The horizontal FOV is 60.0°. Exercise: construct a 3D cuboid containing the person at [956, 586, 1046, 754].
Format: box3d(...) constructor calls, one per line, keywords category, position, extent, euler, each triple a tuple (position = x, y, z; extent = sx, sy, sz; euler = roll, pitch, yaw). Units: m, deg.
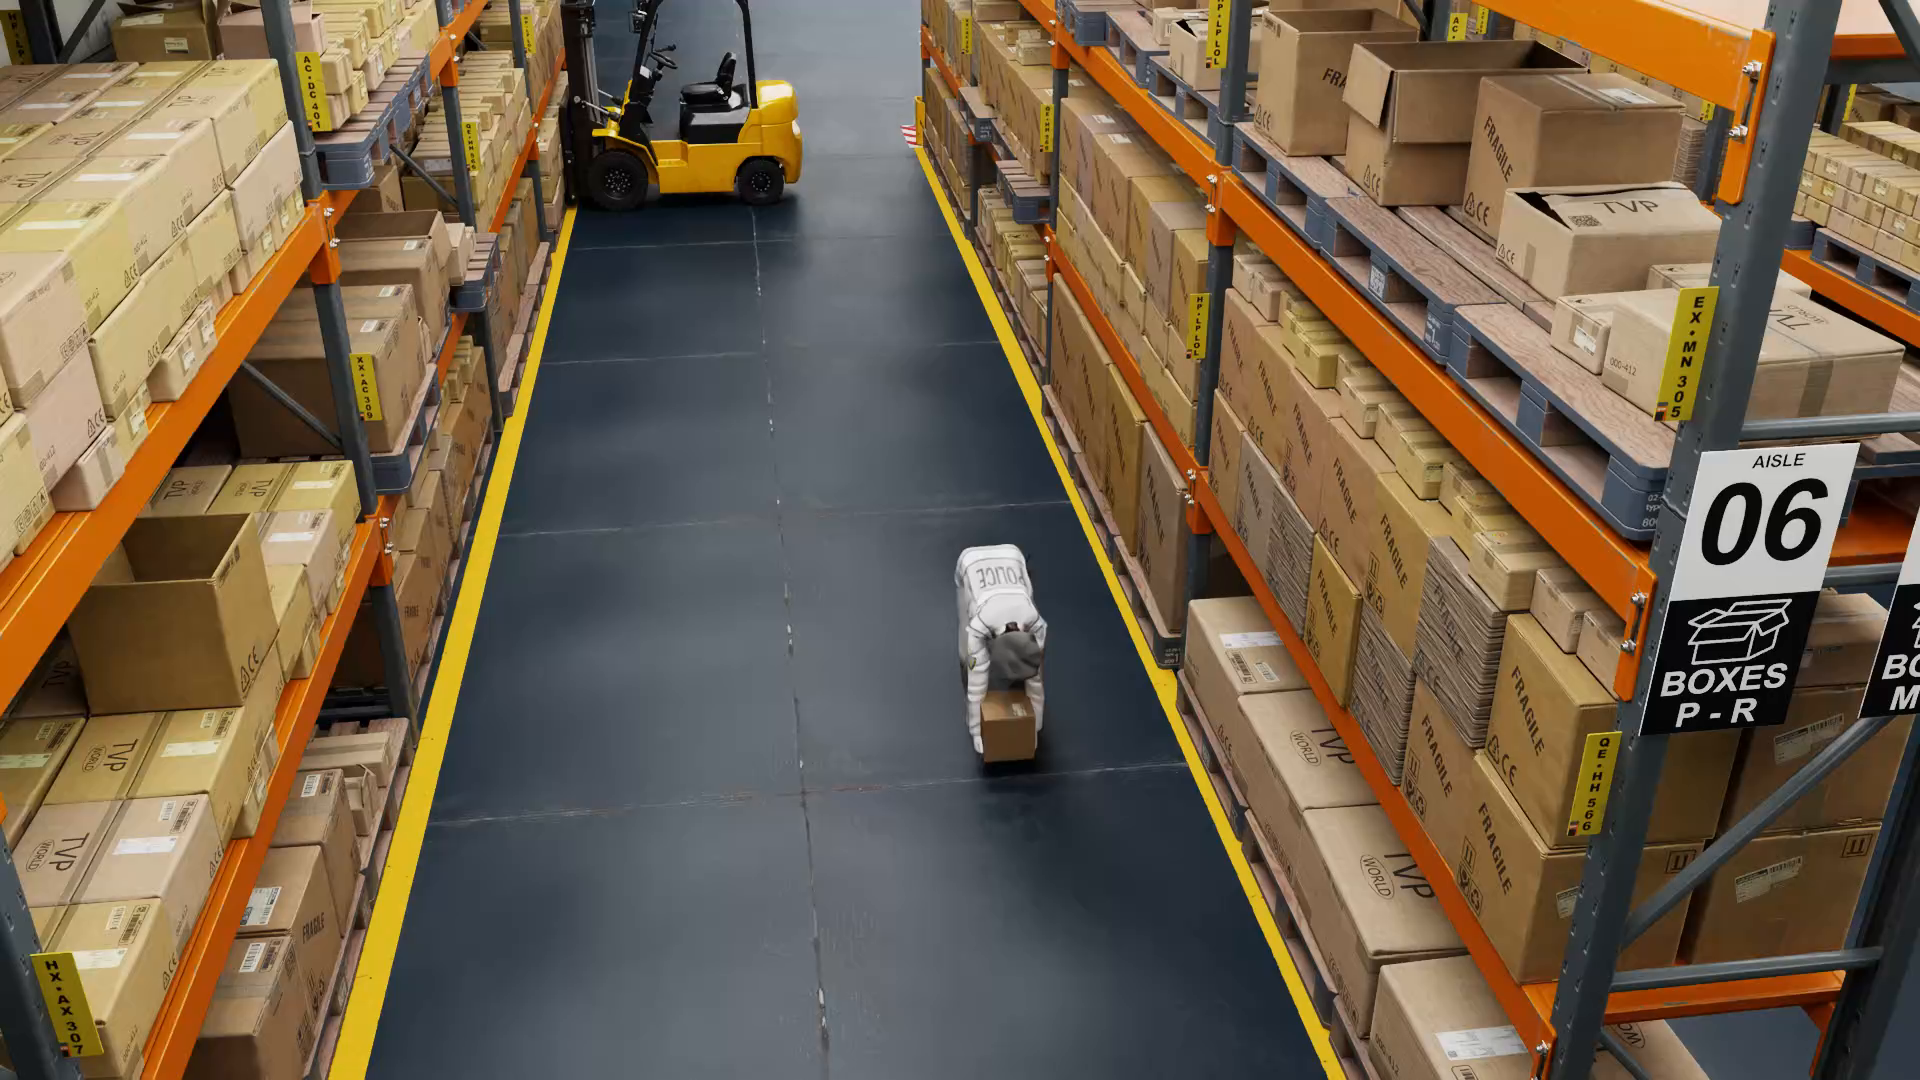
box3d(category="person", position=(0.224, 0.593, 8.297), extent=(0.445, 0.906, 0.876), euler=(-5, 28, -10))
